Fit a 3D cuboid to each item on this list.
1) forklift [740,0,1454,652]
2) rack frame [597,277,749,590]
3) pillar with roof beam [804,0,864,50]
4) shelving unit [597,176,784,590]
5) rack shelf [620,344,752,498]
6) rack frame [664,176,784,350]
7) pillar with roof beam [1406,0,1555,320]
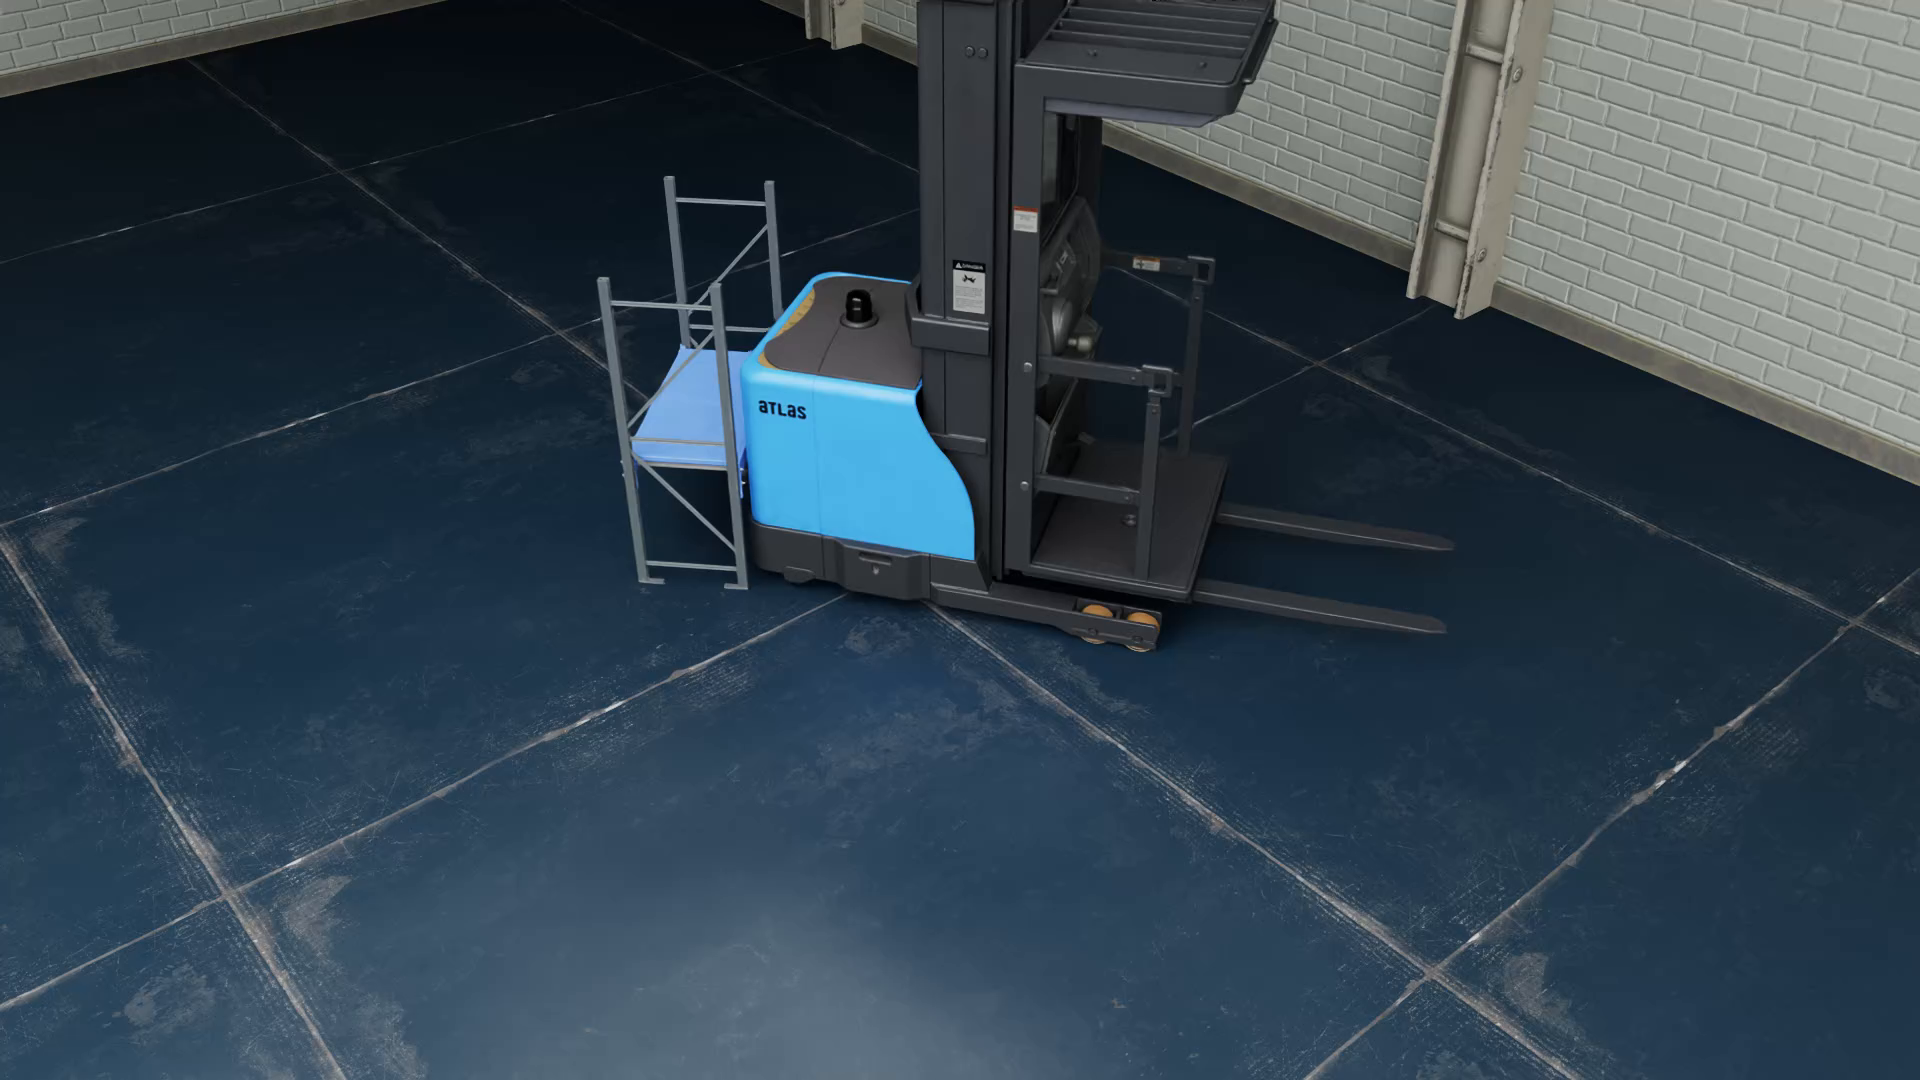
[{"bbox_3d":[0.637,-1.064,6.716,3.031,2.935,1.130,10,36,13],"label":"forklift"},{"bbox_3d":[-1.194,-0.413,7.035,0.500,1.500,0.032,4,35,5],"label":"rack frame"},{"bbox_3d":[-4.298,-6.122,8.607,9.100,9.000,0.400,-26,43,-32],"label":"pillar with roof beam"},{"bbox_3d":[-1.135,-0.704,7.447,0.538,1.500,1.048,4,35,5],"label":"shelving unit"},{"bbox_3d":[-1.135,-0.558,7.551,0.538,0.185,1.000,4,35,5],"label":"rack shelf"},{"bbox_3d":[-1.076,-0.996,7.859,0.500,1.500,0.032,4,35,5],"label":"rack frame"},{"bbox_3d":[-0.426,-3.472,4.867,9.100,9.000,0.400,-26,43,-32],"label":"pillar with roof beam"}]
